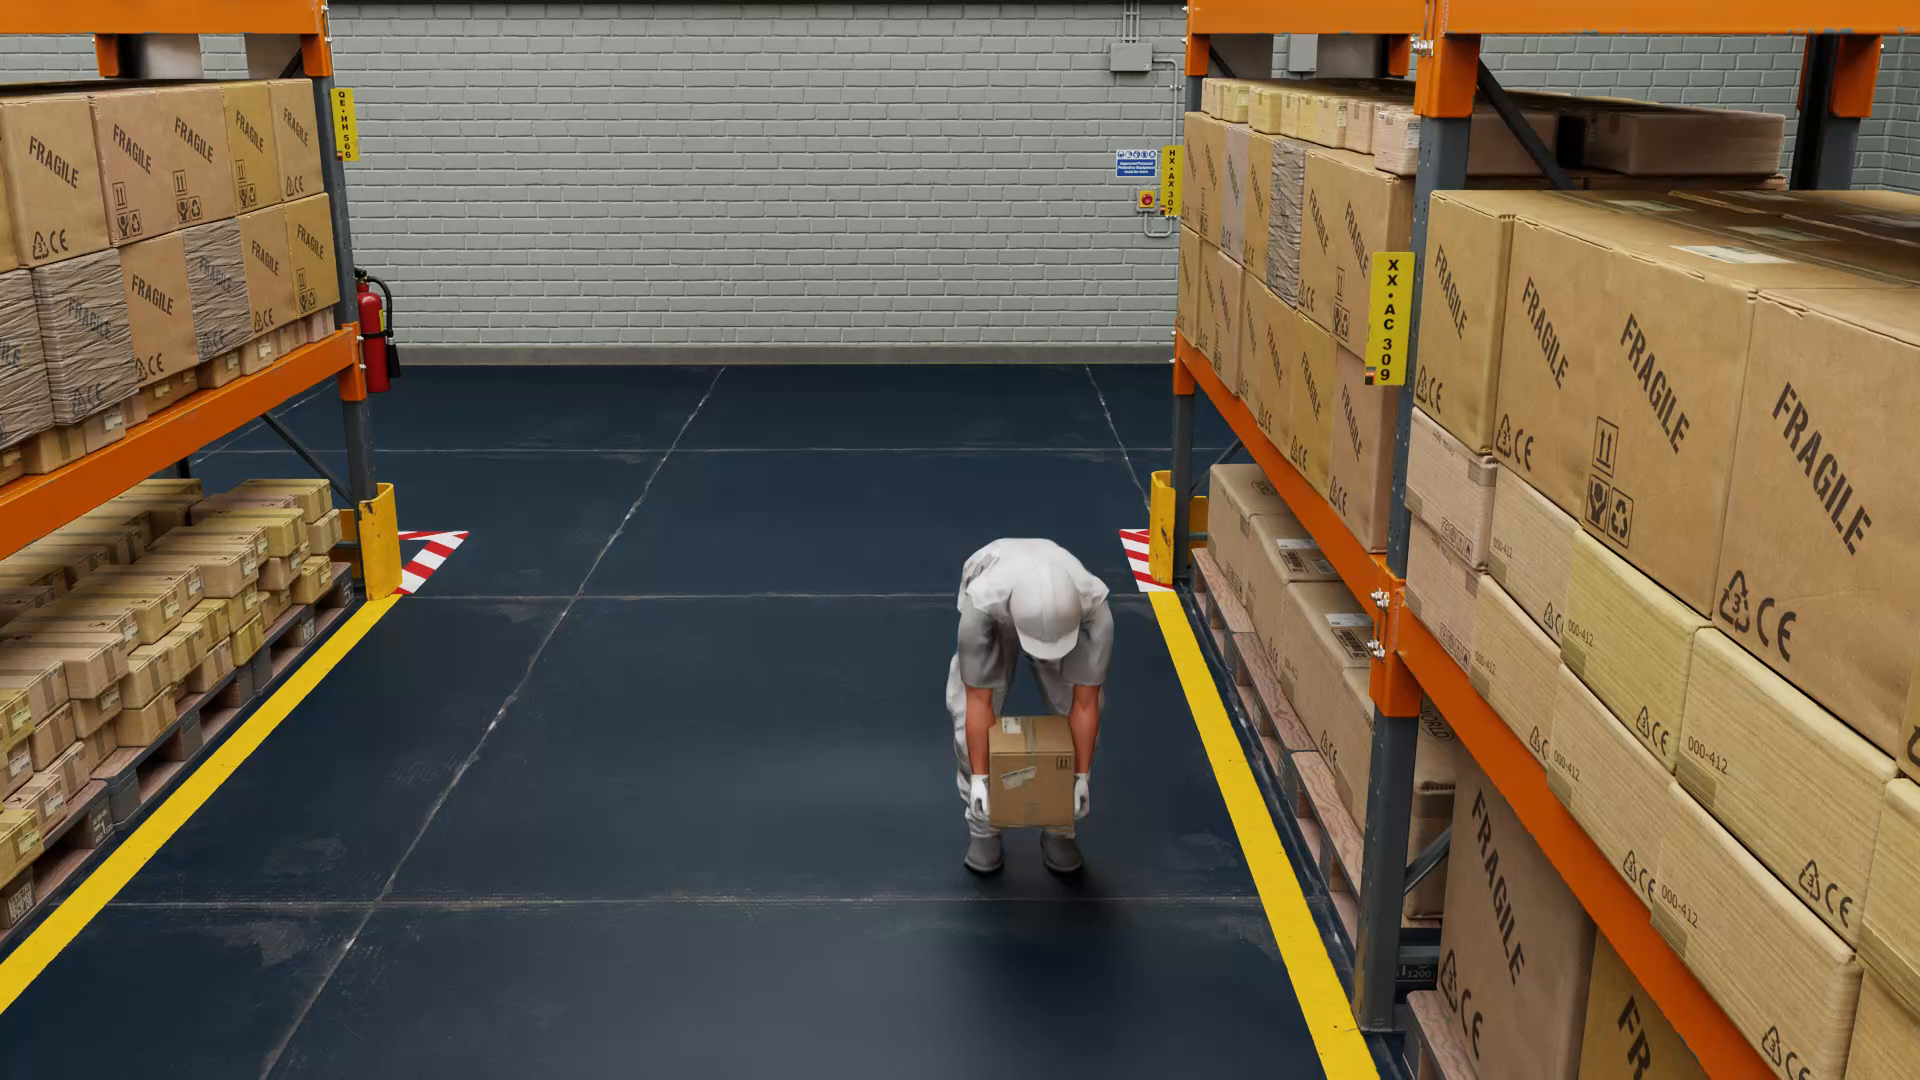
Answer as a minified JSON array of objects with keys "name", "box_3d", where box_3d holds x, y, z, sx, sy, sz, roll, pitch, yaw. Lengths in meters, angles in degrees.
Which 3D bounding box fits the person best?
[{"name":"person","box_3d":[0.220,0.541,5.220,0.513,1.205,0.939,-1,17,-3]}]
